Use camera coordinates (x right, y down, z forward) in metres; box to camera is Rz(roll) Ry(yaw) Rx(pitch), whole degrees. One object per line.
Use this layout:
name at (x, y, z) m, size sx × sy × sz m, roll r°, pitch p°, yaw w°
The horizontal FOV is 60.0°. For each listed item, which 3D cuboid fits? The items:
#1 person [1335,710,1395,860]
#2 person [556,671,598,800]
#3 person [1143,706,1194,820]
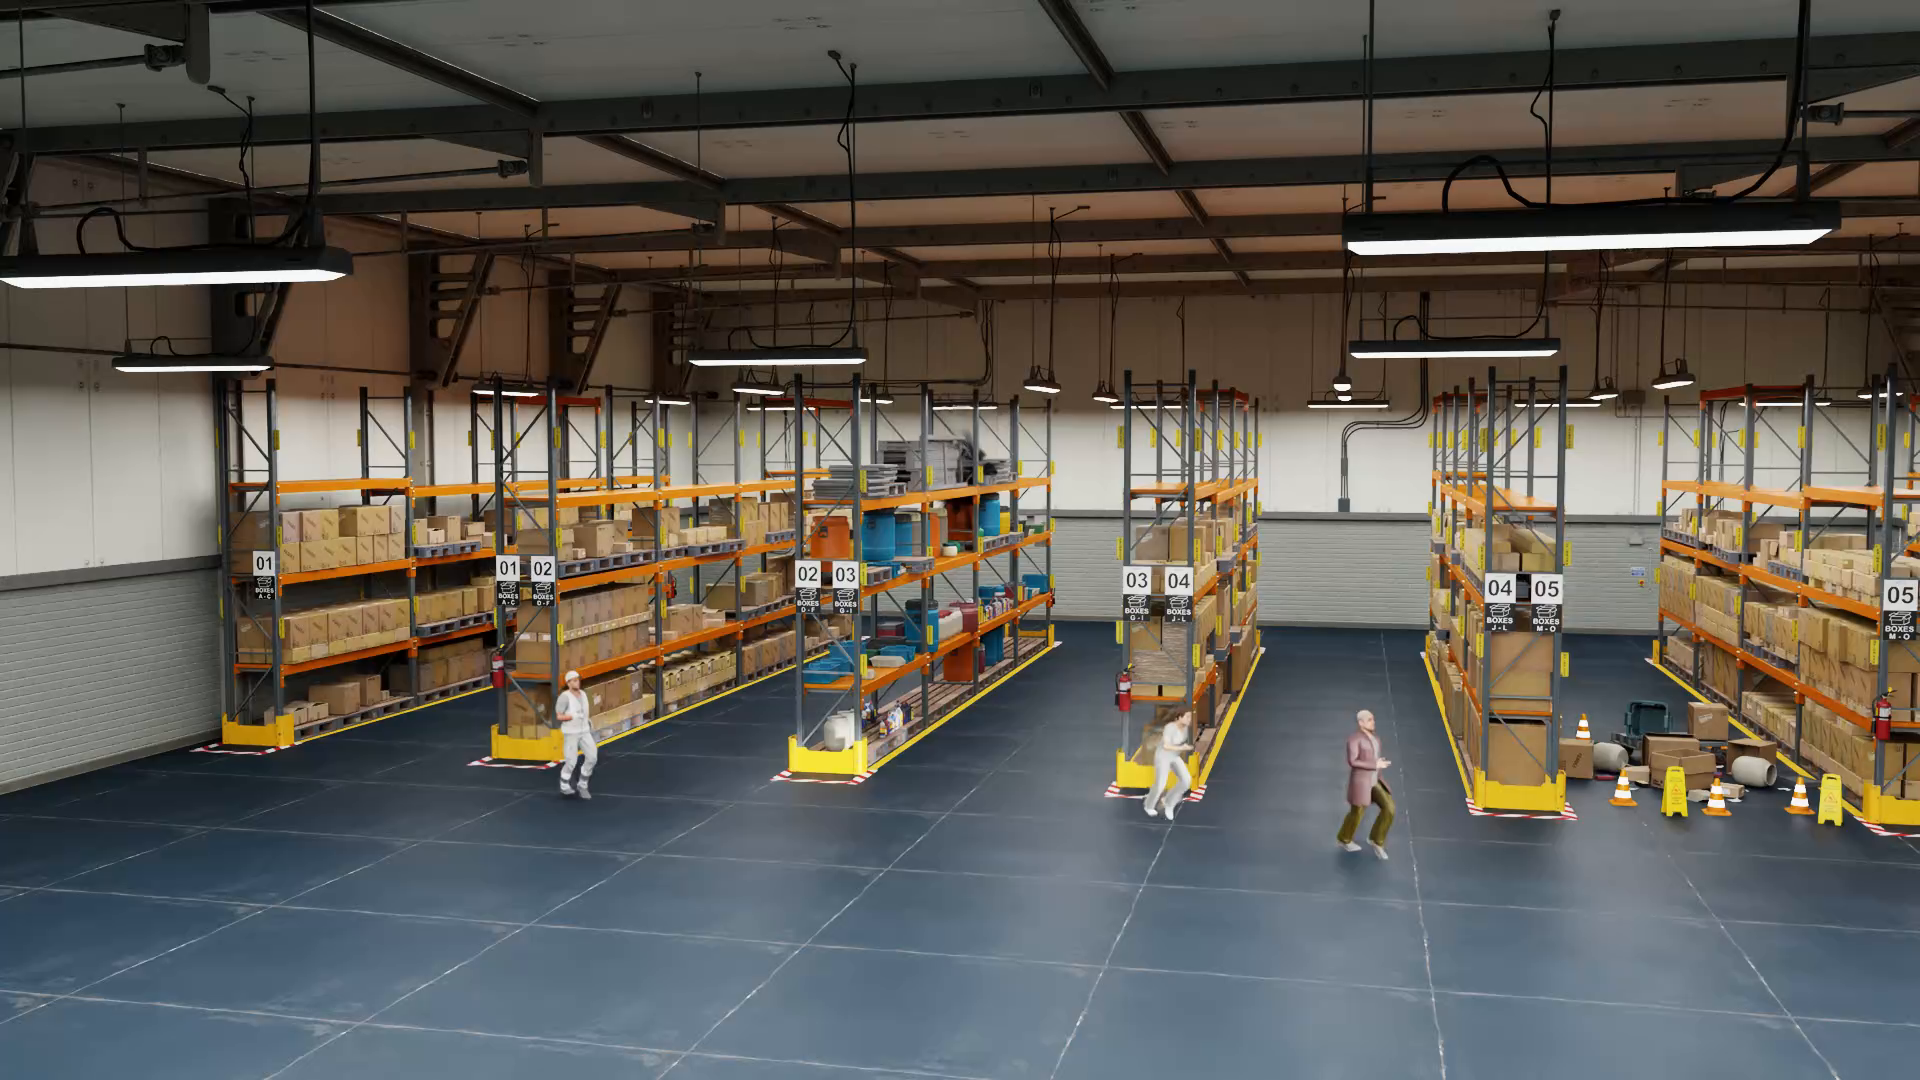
person at (4.825, 2.933, 19.950) m, size 0.656 × 1.818 × 0.765 m, roll -2°, pitch 4°, yaw -35°
person at (-5.314, 2.726, 23.120) m, size 0.689 × 1.820 × 0.631 m, roll 3°, pitch 5°, yaw 42°
person at (2.786, 2.923, 21.916) m, size 0.594 × 1.519 × 0.924 m, roll -3°, pitch 4°, yaw -38°
